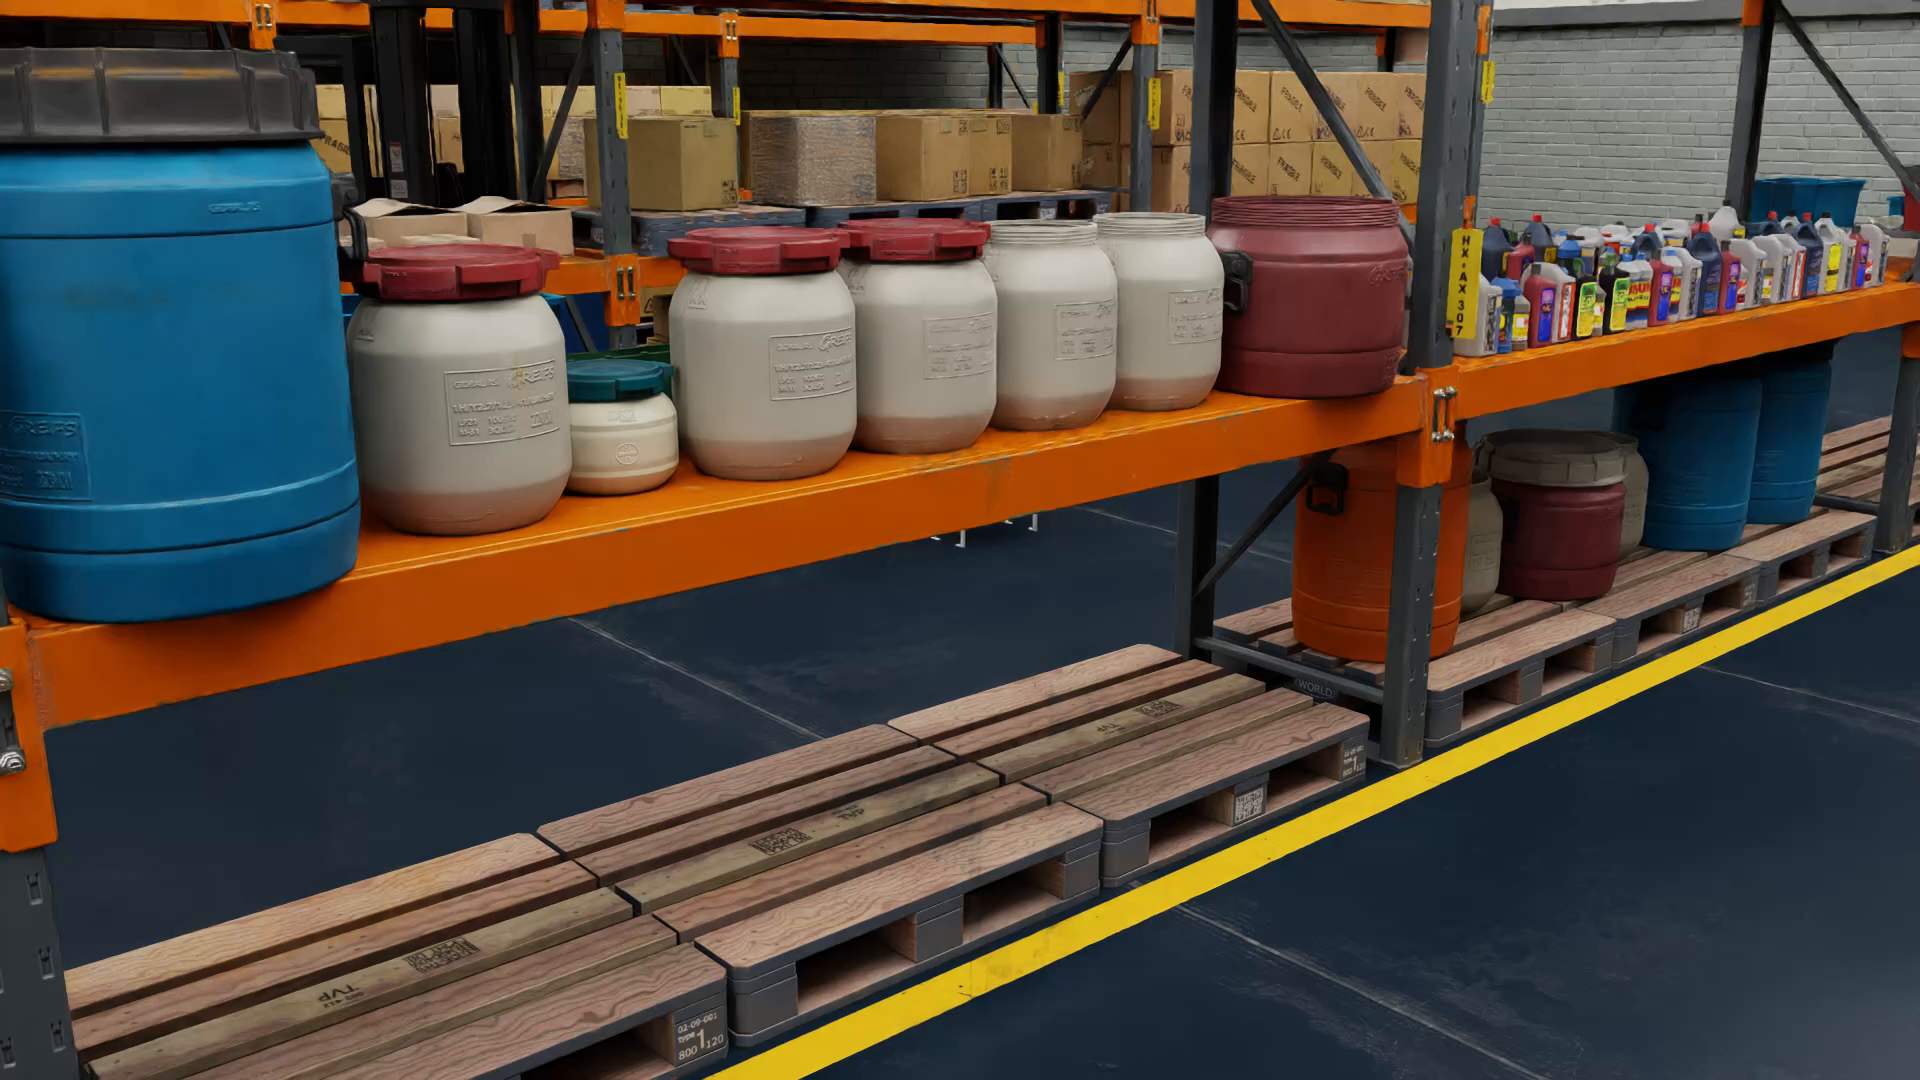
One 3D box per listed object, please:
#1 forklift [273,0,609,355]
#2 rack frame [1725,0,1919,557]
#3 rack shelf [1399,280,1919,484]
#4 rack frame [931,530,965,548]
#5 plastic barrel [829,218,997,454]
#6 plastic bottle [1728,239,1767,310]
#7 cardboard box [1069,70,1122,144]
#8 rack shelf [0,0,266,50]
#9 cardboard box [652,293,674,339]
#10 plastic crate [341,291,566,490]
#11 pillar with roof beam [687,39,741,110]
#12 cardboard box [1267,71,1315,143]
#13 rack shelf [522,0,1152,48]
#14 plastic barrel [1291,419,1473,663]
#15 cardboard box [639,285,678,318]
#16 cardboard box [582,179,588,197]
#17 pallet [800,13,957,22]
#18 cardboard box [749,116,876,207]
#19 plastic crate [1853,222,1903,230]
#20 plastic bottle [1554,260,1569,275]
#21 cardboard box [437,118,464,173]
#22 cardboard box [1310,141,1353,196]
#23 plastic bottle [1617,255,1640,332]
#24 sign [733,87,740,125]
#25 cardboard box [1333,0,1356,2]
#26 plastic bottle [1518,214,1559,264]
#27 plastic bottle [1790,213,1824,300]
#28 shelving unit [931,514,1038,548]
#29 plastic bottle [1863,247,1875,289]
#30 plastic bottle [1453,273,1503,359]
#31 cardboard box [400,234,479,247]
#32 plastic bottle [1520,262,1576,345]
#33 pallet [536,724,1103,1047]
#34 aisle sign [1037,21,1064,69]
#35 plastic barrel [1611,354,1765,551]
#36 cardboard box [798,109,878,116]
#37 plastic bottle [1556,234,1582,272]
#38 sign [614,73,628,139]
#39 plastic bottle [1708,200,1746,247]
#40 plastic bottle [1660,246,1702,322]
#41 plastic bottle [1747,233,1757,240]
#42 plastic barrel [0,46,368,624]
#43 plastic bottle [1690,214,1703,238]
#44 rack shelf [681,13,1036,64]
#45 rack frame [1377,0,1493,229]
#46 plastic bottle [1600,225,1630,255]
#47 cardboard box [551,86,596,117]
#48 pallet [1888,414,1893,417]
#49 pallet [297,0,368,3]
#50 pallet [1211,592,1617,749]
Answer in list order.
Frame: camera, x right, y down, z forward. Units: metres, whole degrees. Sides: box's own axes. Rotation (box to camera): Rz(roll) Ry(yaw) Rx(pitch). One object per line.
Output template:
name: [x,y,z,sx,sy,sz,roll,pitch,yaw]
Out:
forklift: [-3.822,-2.333,11.306,3.031,2.935,1.130,9,17,29]
rack frame: [4.169,-1.476,7.965,0.127,3.000,1.000,-13,19,-39]
rack shelf: [2.661,-0.790,6.789,4.000,0.370,1.077,-13,19,-39]
rack frame: [-0.059,-0.566,8.045,0.015,1.200,0.240,-13,19,-39]
plastic barrel: [-0.120,-0.504,4.060,0.433,0.535,0.433,0,15,0]
plastic bottle: [3.152,-1.077,6.711,0.135,0.276,0.152,-13,19,-39]
cardboard box: [1.132,-3.109,11.945,0.500,0.500,0.500,-13,19,-39]
rack shelf: [-6.860,-3.490,11.086,4.000,0.370,1.077,-13,19,-39]
cardboard box: [-1.506,-1.345,10.012,0.500,0.250,0.500,-12,19,-37]
plastic crate: [-1.238,-0.361,3.819,0.575,0.384,0.392,-13,19,-39]
pillar with roof beam: [0.452,-5.752,12.348,0.400,9.000,9.100,-13,19,-39]
cardboard box: [2.238,-3.172,12.182,0.500,0.500,0.500,-13,20,-41]
rack shelf: [-0.588,-3.204,10.015,4.000,0.370,1.077,-13,19,-39]
plastic barrel: [1.510,-0.039,5.976,0.708,0.830,0.600,-13,19,-39]
cardboard box: [-2.739,-2.434,14.901,0.750,0.750,0.750,-12,19,-39]
cardboard box: [-3.192,-3.014,14.169,0.250,0.149,0.380,-13,19,-39]
pallet: [-0.790,-5.154,16.090,1.213,0.211,1.003,-13,19,-39]
cardboard box: [-0.881,-2.261,9.896,0.500,0.500,0.700,-9,17,-29]
plastic crate: [4.837,-1.614,8.898,0.590,0.125,0.437,-13,19,-39]
plastic bottle: [2.105,-0.852,5.875,0.097,0.271,0.097,0,15,0]
cardboard box: [-4.041,-3.132,13.355,0.500,0.500,0.500,-13,20,-40]
cardboard box: [2.630,-2.781,12.655,0.500,0.500,0.500,-13,20,-40]
plastic bottle: [2.420,-0.901,6.061,0.097,0.271,0.097,0,15,0]
sign: [-1.970,-3.822,14.657,0.005,0.325,0.100,-13,19,-39]
cardboard box: [2.583,-4.106,12.287,0.500,0.250,0.500,-13,19,-39]
plastic bottle: [2.427,-1.193,6.999,0.185,0.351,0.144,-13,19,-39]
plastic bottle: [3.551,-1.202,7.032,0.185,0.351,0.144,-13,19,-39]
shelving unit: [0.125,-0.608,8.200,0.503,1.200,0.258,-13,19,-39]
plastic bottle: [4.015,-1.226,7.411,0.097,0.201,0.097,0,15,0]
plastic bottle: [1.690,-0.749,5.483,0.135,0.276,0.152,-13,19,-39]
cardboard box: [-2.594,-1.436,8.301,0.250,0.149,0.380,-13,19,-39]
plastic bottle: [2.039,-0.828,5.776,0.135,0.276,0.152,-13,19,-39]
pallet: [-0.378,0.878,4.555,1.213,0.211,1.003,-13,19,-39]
aisle sign: [0.935,-5.292,17.214,0.004,0.787,0.394,-13,19,-39]
plastic barrel: [3.214,-0.457,7.400,0.708,0.901,0.600,-13,19,-39]
cardboard box: [-1.360,-3.761,15.938,0.700,0.700,0.980,-13,20,-41]
plastic bottle: [2.539,-1.138,6.949,0.097,0.271,0.097,0,15,0]
sign: [-1.730,-2.216,8.489,0.005,0.325,0.100,-13,19,-39]
plastic bottle: [3.661,-1.449,7.958,0.185,0.351,0.144,-13,19,-39]
plastic bottle: [2.737,-0.984,6.362,0.135,0.276,0.152,-13,19,-39]
plastic bottle: [3.332,-1.158,7.023,0.097,0.271,0.097,0,15,0]
plastic barrel: [-1.375,-0.370,2.851,0.708,0.901,0.600,-13,19,-39]
plastic bottle: [3.512,-1.418,7.974,0.133,0.283,0.061,-13,19,-39]
rack shelf: [-0.825,-4.846,16.159,4.000,0.370,1.077,-13,19,-39]
rack frame: [3.938,-3.119,14.114,0.127,3.000,1.000,-13,19,-39]
plastic bottle: [2.872,-1.255,7.378,0.135,0.276,0.152,-13,19,-39]
cardboard box: [-3.295,-3.669,13.911,0.500,0.250,0.500,-12,19,-38]
pallet: [6.539,-0.675,10.367,1.213,0.211,1.003,-13,19,-39]
pallet: [-4.901,-4.205,12.733,1.003,0.211,1.213,-12,19,-37]
pallet: [1.719,0.407,6.318,1.213,0.211,1.003,-13,19,-39]
